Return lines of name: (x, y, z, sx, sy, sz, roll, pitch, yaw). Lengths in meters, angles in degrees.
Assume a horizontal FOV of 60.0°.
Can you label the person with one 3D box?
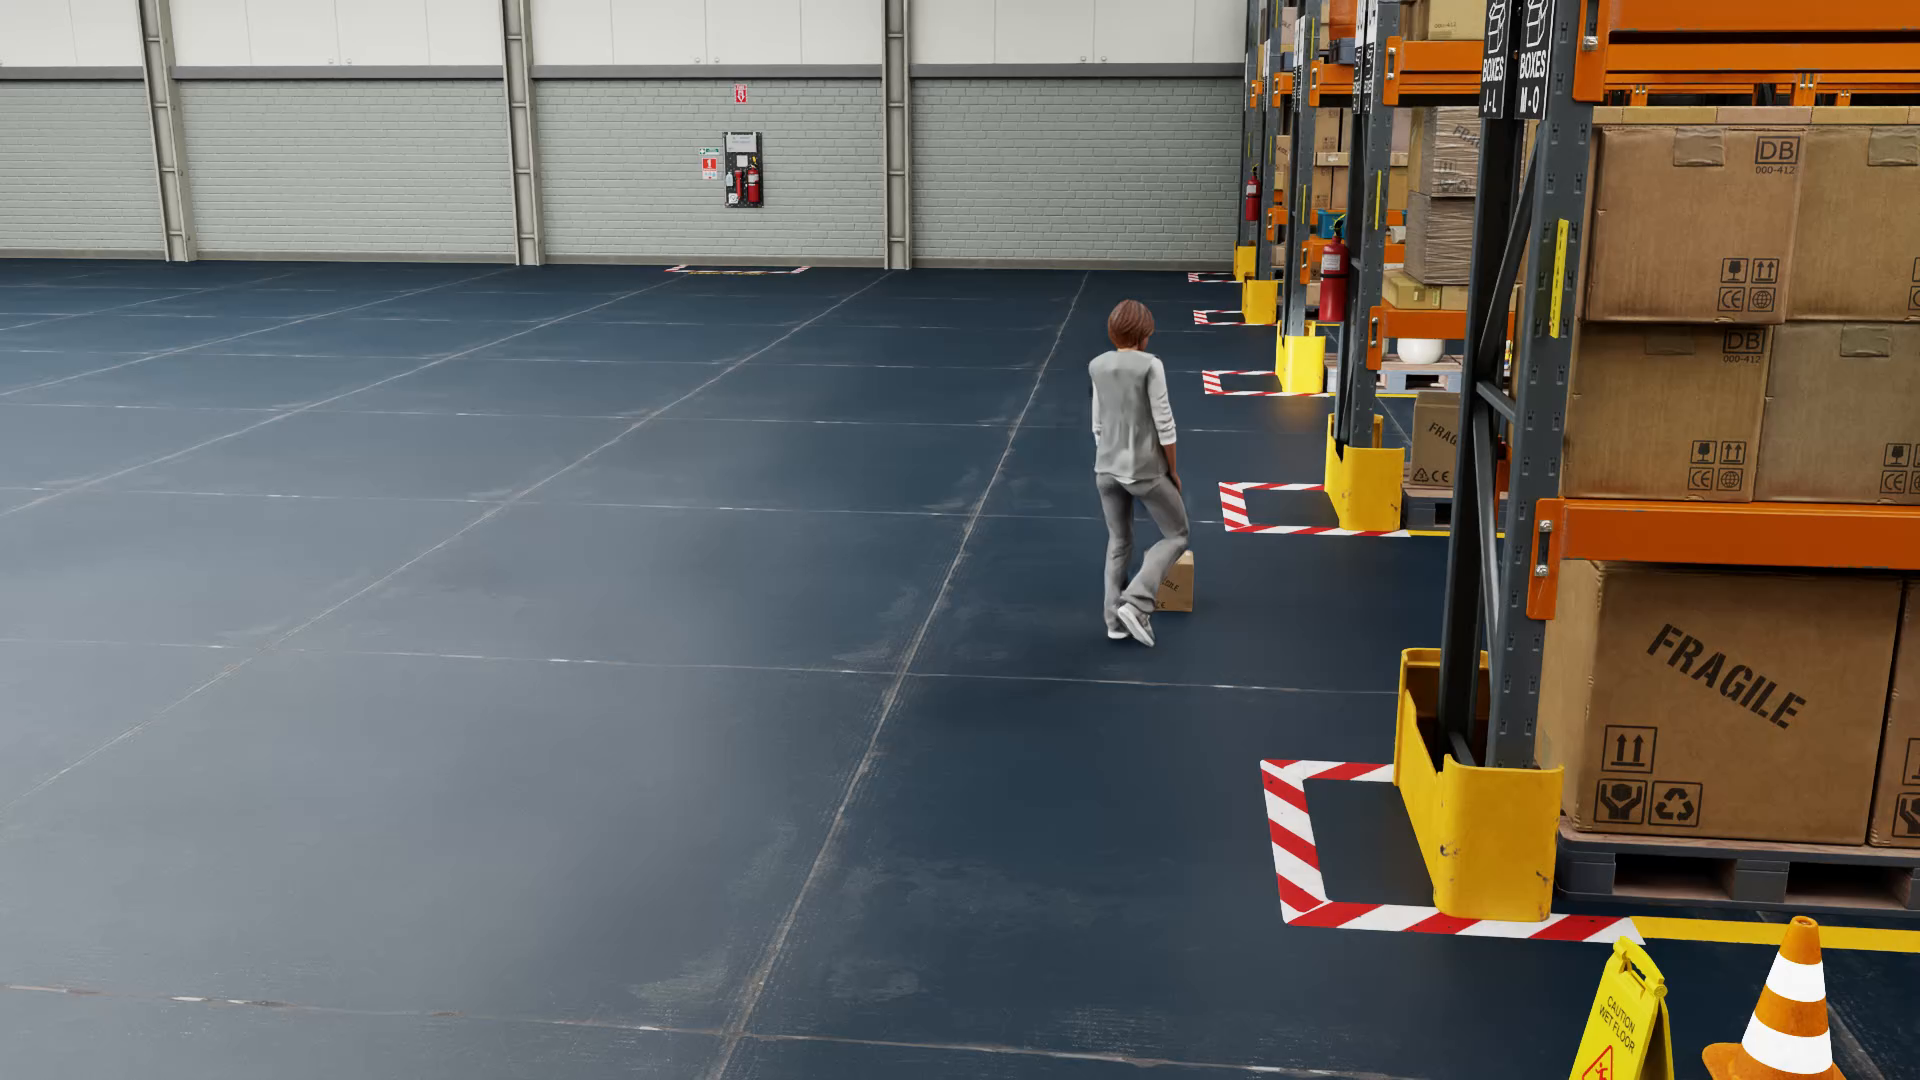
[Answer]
person: (0.790, -0.285, 7.583, 0.461, 1.578, 0.475, 11, 18, 36)
